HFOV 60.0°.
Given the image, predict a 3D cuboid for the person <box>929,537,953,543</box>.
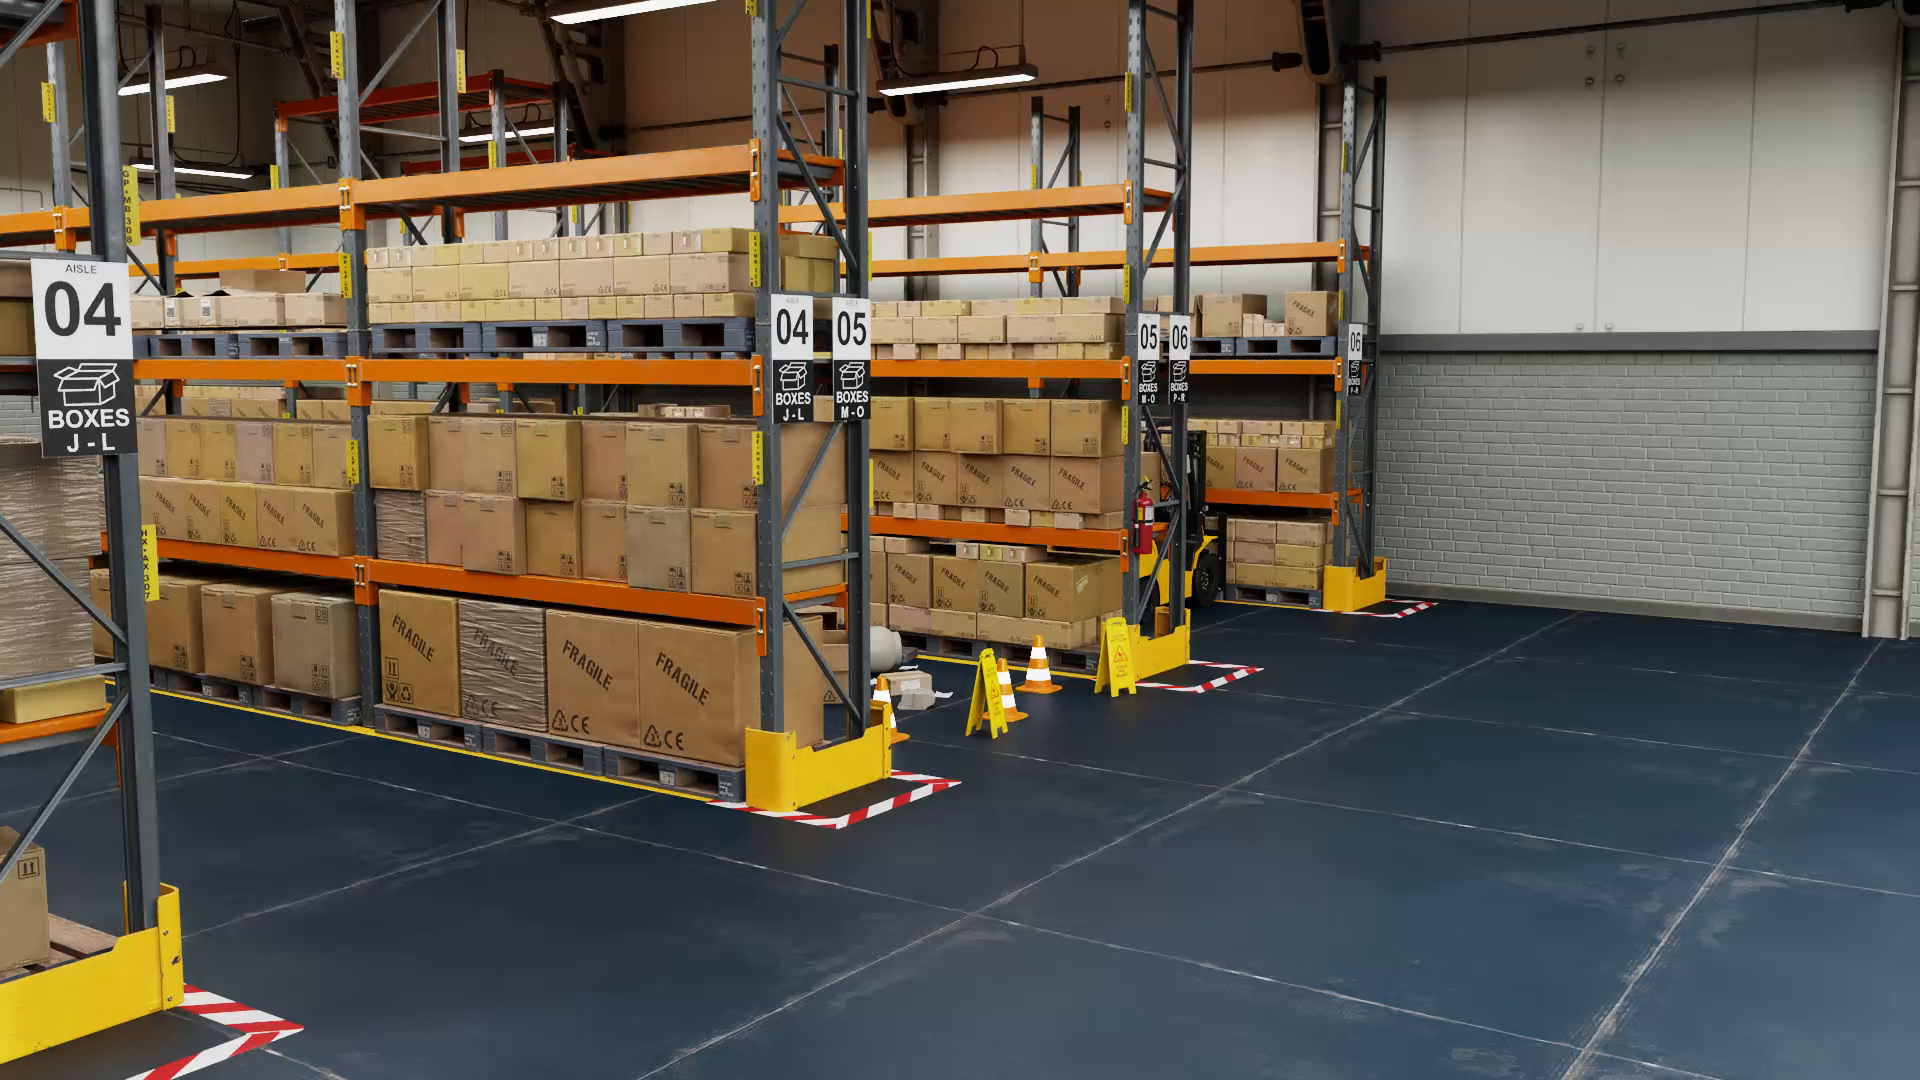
[{"bbox_3d":[-0.357,-0.119,18.857,0.656,1.774,0.418,4,7,31],"label":"person"}]
